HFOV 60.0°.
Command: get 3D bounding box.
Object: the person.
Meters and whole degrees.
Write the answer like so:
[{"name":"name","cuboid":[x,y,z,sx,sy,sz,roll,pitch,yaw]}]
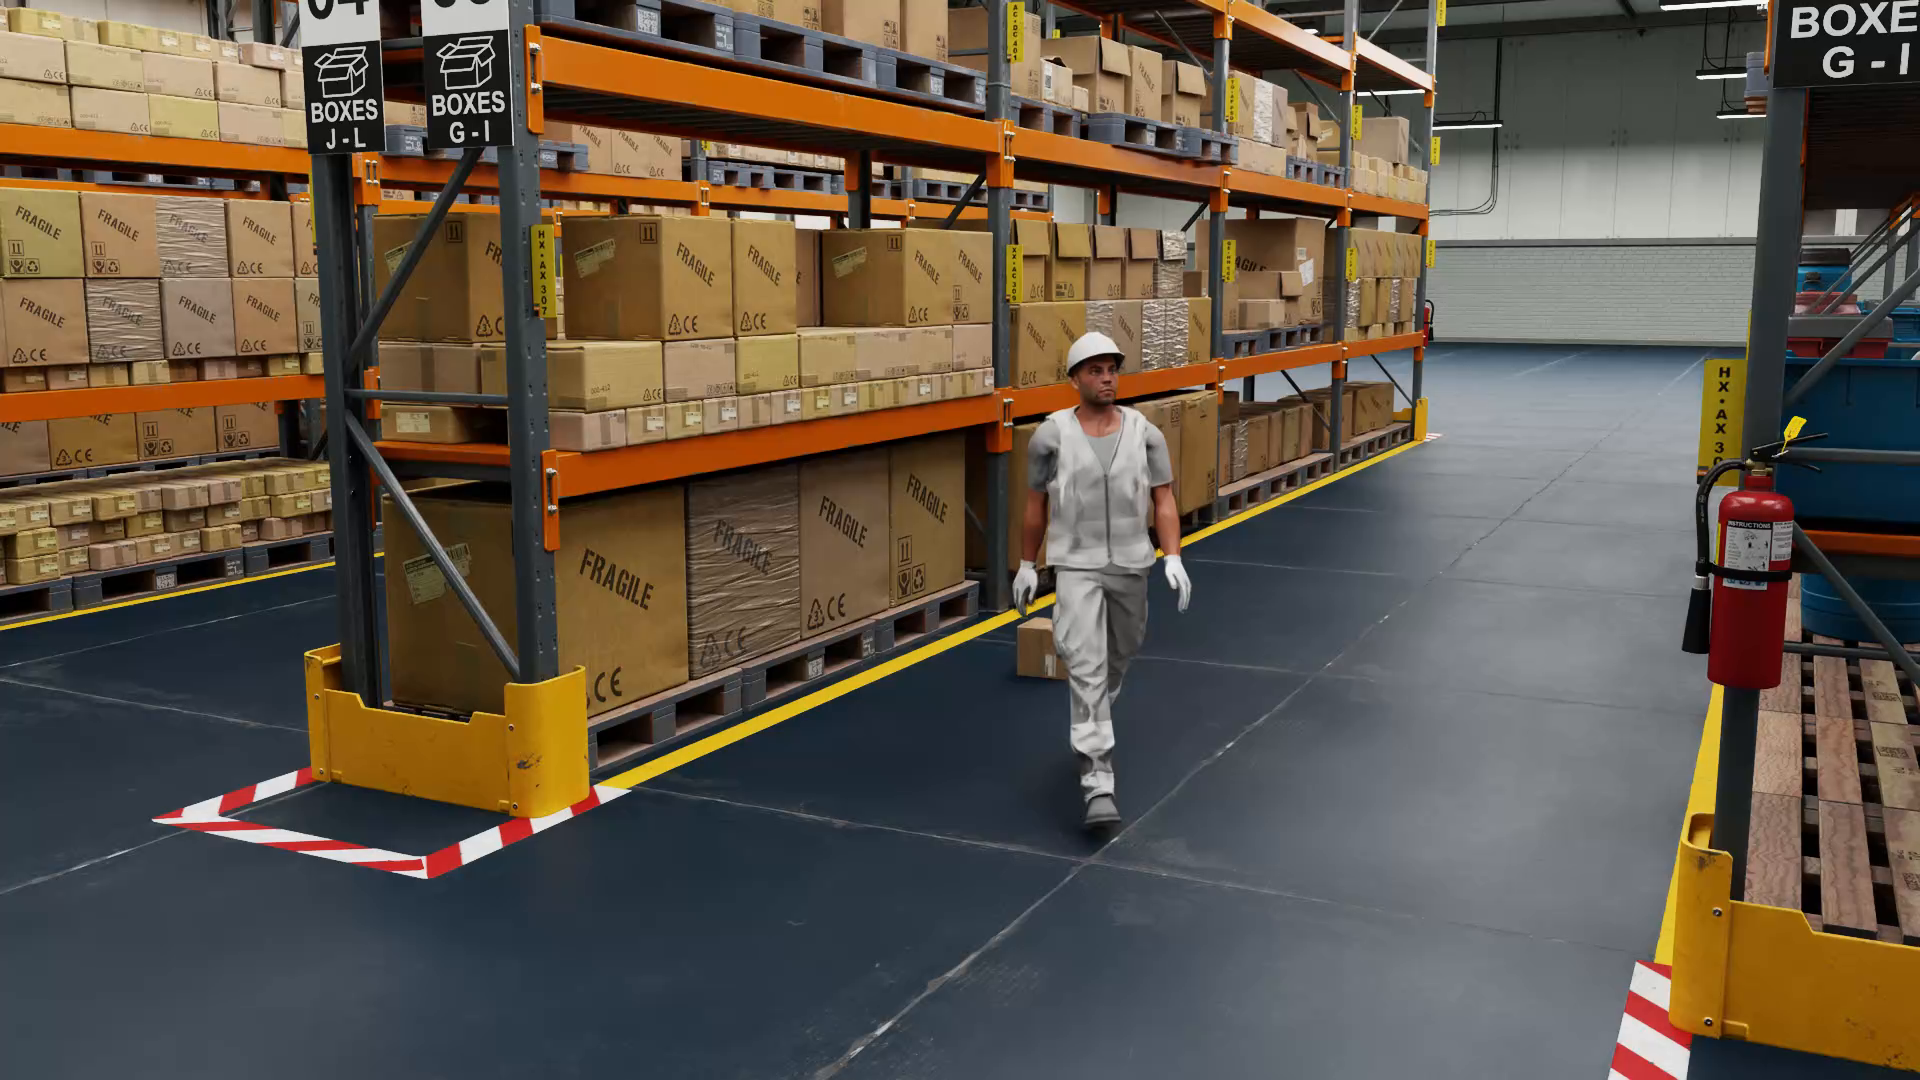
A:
[{"name":"person","cuboid":[0.527,0.109,6.137,0.584,1.737,1.099,-2,9,-12]}]
